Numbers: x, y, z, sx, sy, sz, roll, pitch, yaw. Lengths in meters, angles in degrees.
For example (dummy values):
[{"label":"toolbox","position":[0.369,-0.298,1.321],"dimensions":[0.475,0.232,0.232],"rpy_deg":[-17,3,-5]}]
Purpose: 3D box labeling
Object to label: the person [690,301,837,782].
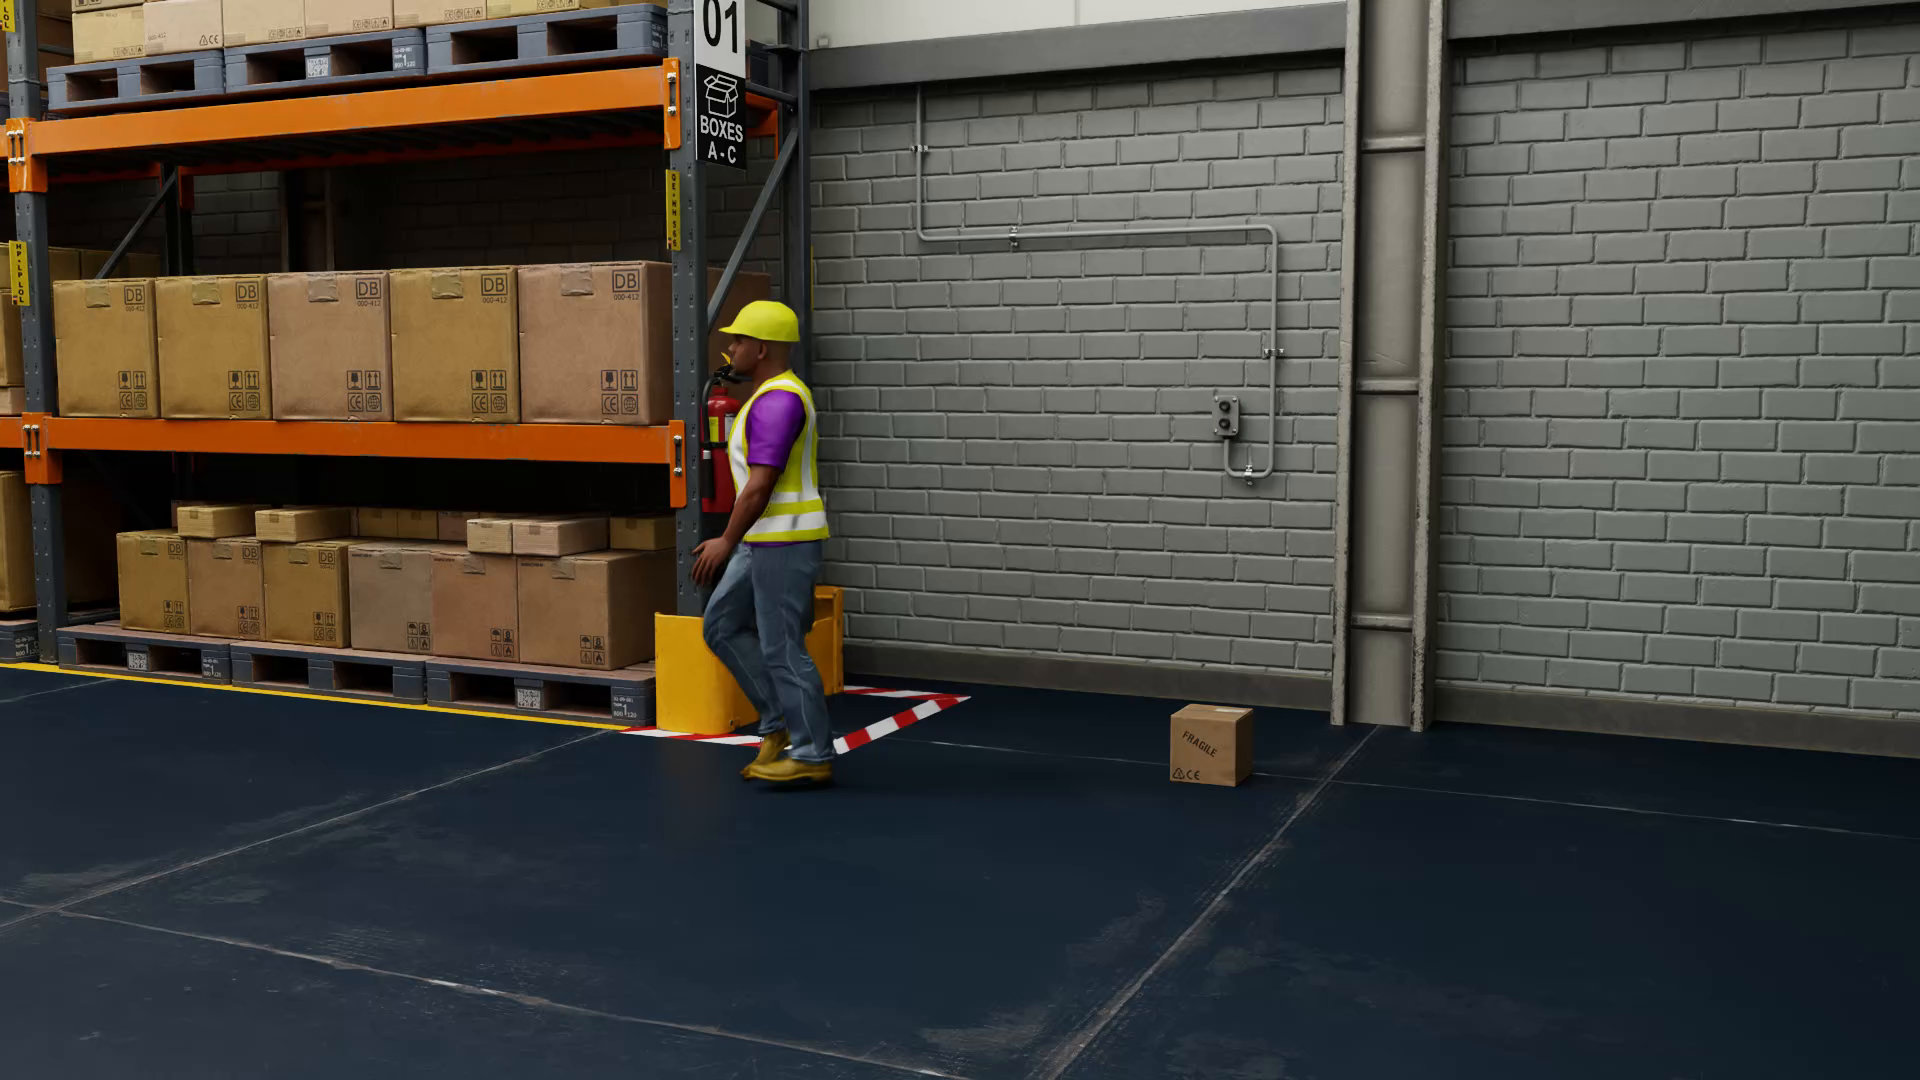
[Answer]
[{"label":"person","position":[-0.722,0.026,6.089],"dimensions":[0.525,1.787,0.632],"rpy_deg":[-1,6,-9]}]
